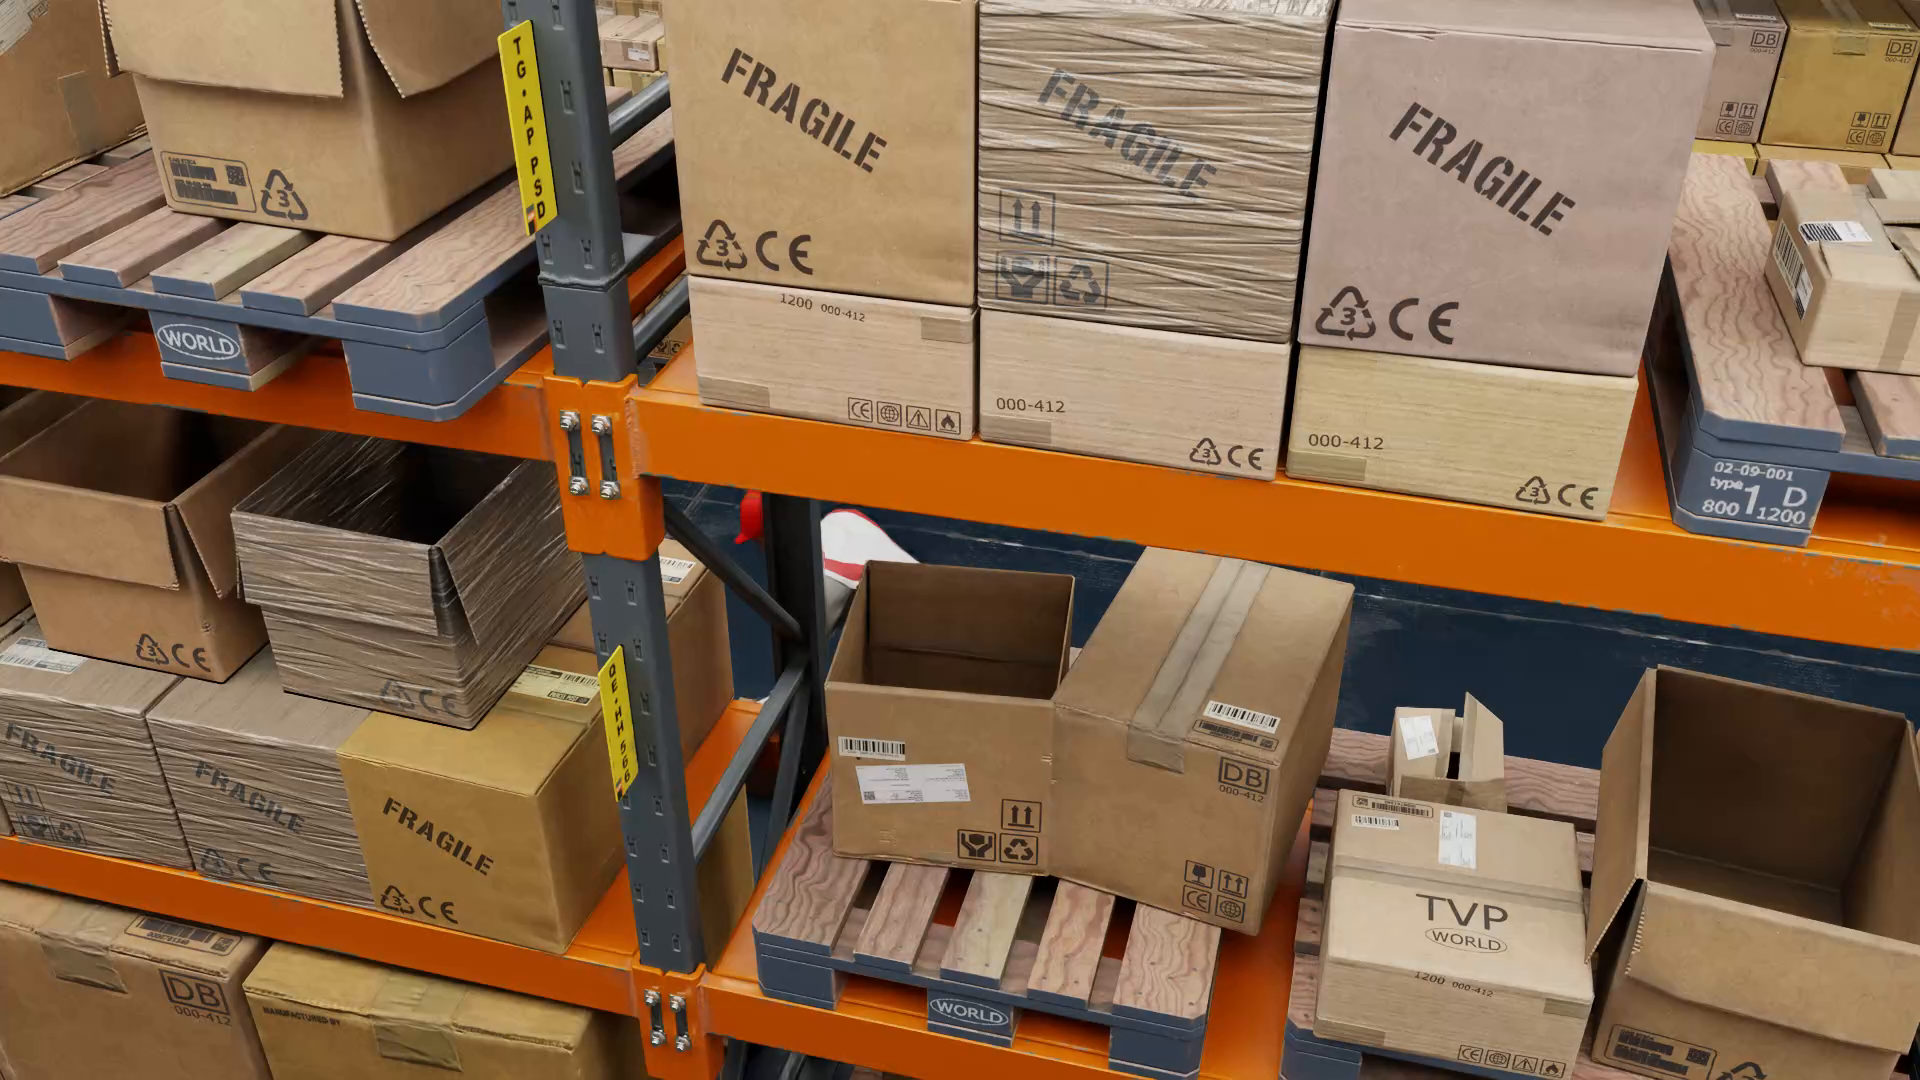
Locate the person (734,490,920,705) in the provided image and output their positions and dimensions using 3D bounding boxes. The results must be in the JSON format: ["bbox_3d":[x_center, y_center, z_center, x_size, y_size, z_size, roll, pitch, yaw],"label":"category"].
[{"bbox_3d":[-0.375,0.414,5.903,0.808,1.321,0.584,8,33,12],"label":"person"}]
